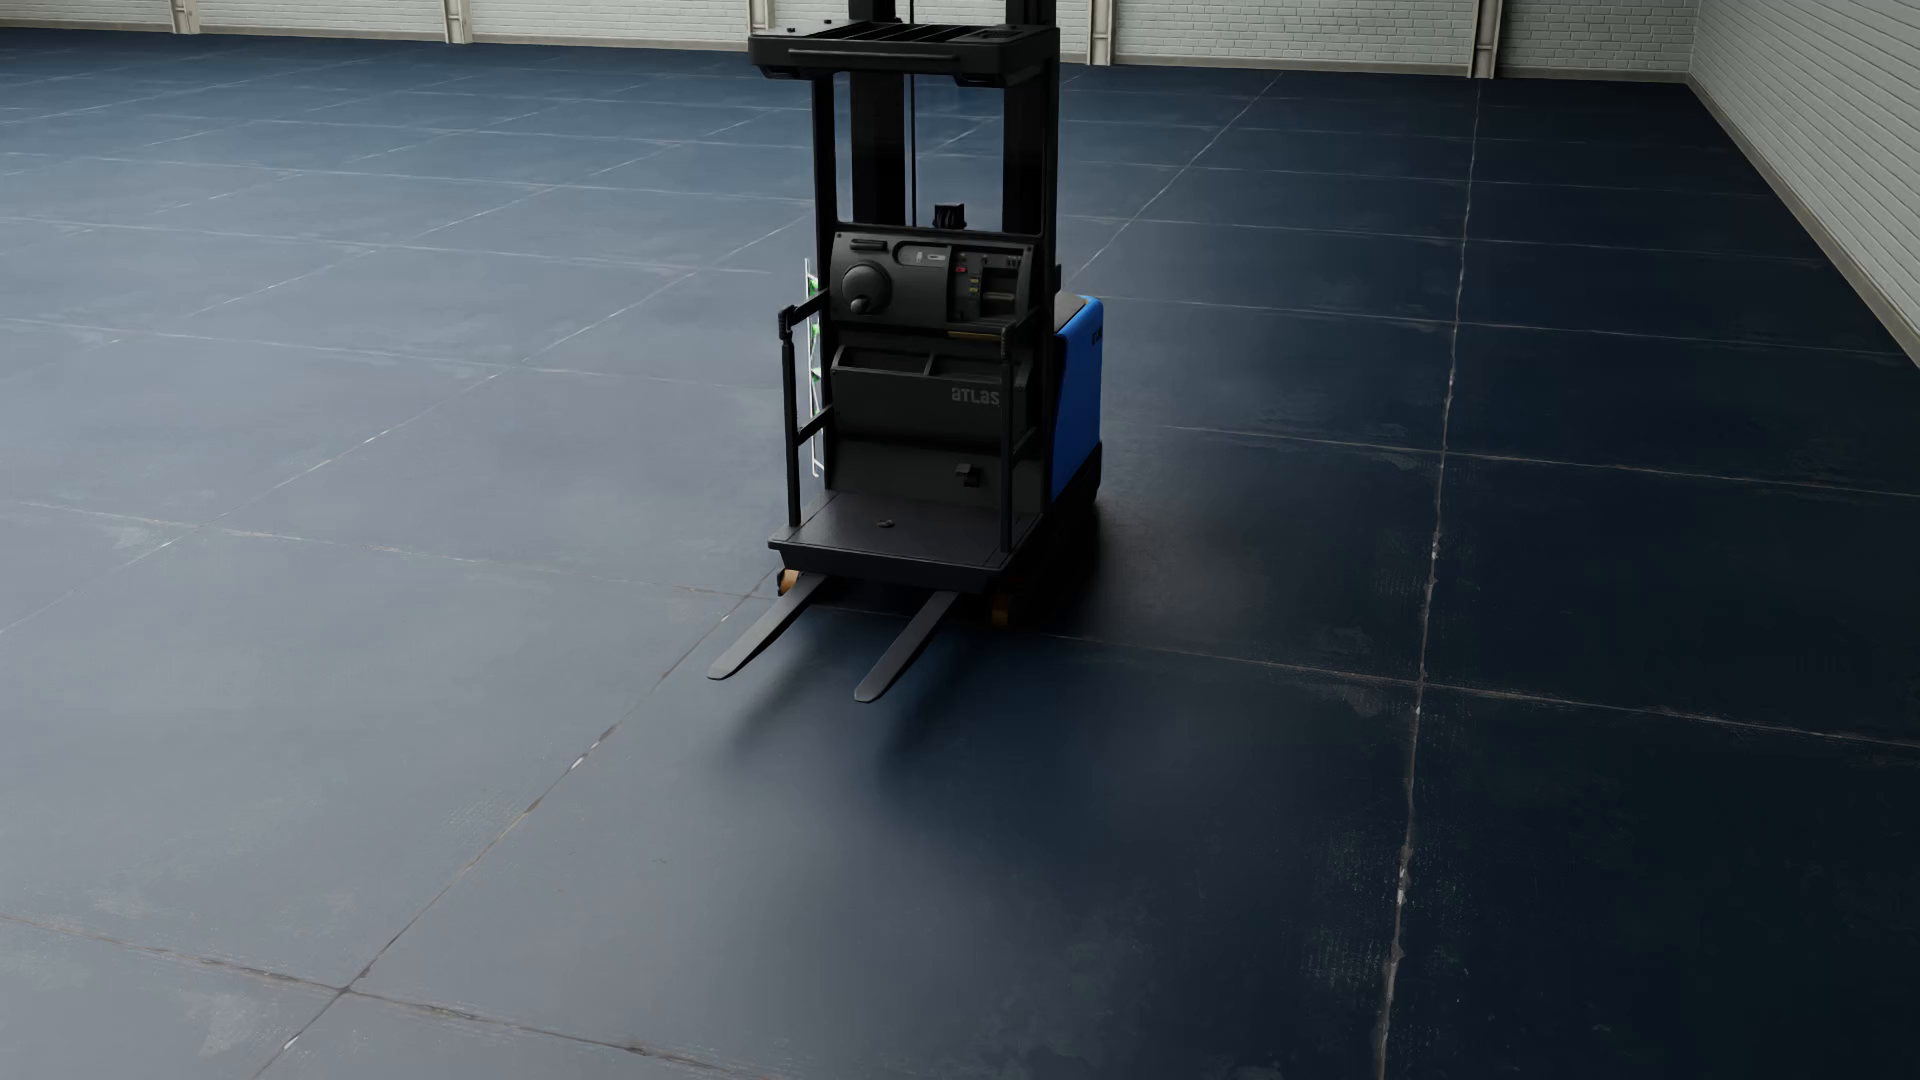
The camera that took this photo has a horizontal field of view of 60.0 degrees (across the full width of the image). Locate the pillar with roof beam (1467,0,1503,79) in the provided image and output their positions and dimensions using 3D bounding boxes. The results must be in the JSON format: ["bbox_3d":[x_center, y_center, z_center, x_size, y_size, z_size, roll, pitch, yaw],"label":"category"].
[{"bbox_3d":[6.807,-9.756,20.197,0.400,9.000,9.100,7,23,16],"label":"pillar with roof beam"}]

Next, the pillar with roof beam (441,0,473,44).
[{"bbox_3d":[-10.425,-11.730,25.008,0.400,9.000,9.100,7,23,16],"label":"pillar with roof beam"}]

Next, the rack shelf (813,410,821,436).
[{"bbox_3d":[-0.531,-0.636,9.040,0.480,0.148,0.258,-10,24,-24],"label":"rack shelf"}]

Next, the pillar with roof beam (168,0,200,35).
[{"bbox_3d":[-16.170,-12.387,26.611,0.400,9.000,9.100,7,23,16],"label":"pillar with roof beam"}]

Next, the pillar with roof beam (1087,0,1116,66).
[{"bbox_3d":[1.063,-10.414,21.801,0.400,9.000,9.100,7,23,16],"label":"pillar with roof beam"}]

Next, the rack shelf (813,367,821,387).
[{"bbox_3d":[-0.531,-0.858,8.949,0.480,0.148,0.258,-10,24,-24],"label":"rack shelf"}]

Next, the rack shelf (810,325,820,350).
[{"bbox_3d":[-0.531,-1.080,8.858,0.480,0.148,0.258,-10,24,-24],"label":"rack shelf"}]

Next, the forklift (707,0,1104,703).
[{"bbox_3d":[-0.192,-1.130,7.162,1.130,2.935,3.031,7,23,16],"label":"forklift"}]

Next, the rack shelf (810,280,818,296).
[{"bbox_3d":[-0.531,-1.302,8.767,0.480,0.148,0.258,-10,24,-24],"label":"rack shelf"}]

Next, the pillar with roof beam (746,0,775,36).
[{"bbox_3d":[-4.681,-11.072,23.404,0.400,9.000,9.100,7,23,16],"label":"pillar with roof beam"}]

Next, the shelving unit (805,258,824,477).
[{"bbox_3d":[-0.531,-0.917,8.925,0.503,1.200,0.258,-10,24,-24],"label":"shelving unit"}]

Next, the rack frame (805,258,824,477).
[{"bbox_3d":[-0.751,-0.877,8.827,0.015,1.200,0.240,-10,24,-24],"label":"rack frame"}]
